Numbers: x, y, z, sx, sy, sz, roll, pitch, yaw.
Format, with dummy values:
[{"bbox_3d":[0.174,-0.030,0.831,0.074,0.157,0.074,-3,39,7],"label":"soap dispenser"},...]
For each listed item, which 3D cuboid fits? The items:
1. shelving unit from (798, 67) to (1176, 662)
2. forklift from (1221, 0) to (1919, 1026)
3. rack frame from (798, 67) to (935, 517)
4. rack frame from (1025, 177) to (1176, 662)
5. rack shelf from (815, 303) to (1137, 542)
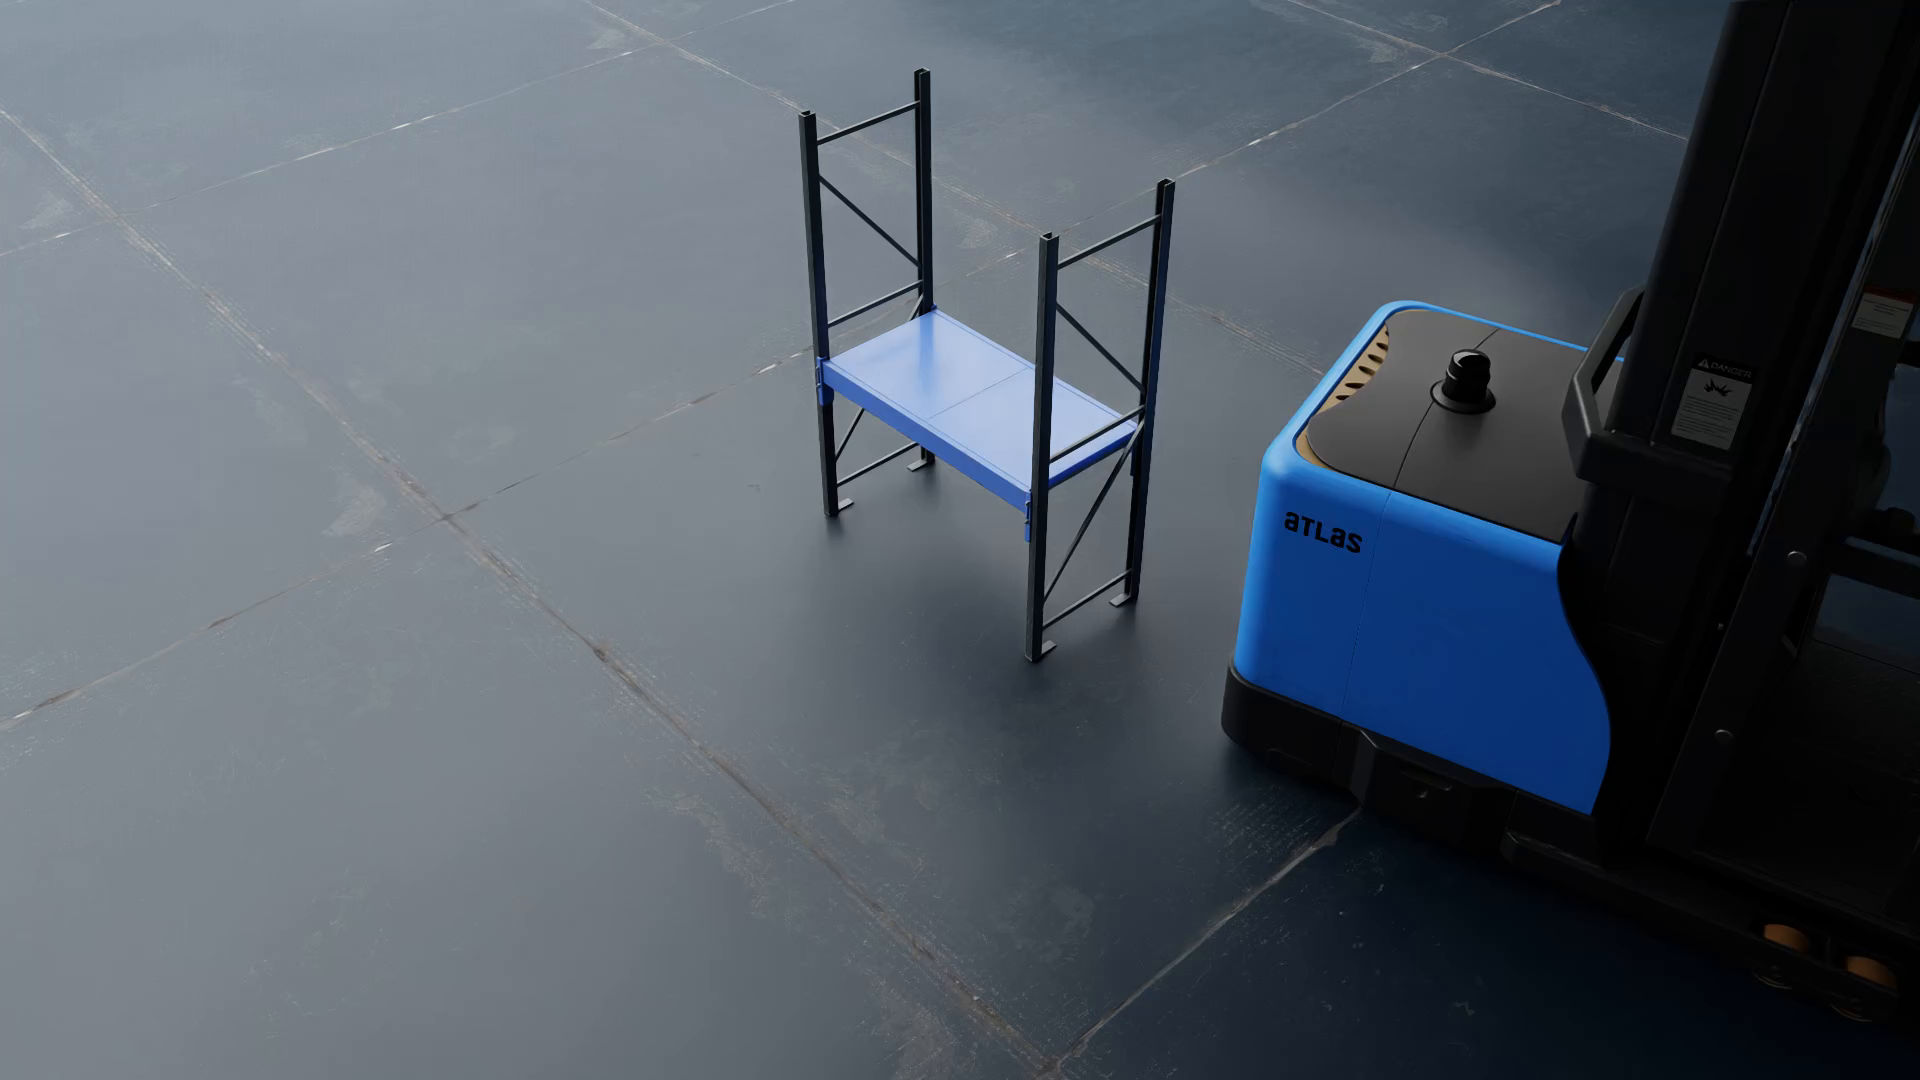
[{"bbox_3d":[0.058,-0.544,5.230,0.538,1.500,1.048,-30,48,-32],"label":"shelving unit"},{"bbox_3d":[2.305,-0.301,3.790,3.031,2.935,1.130,21,43,24],"label":"forklift"},{"bbox_3d":[-0.286,-0.779,5.521,0.500,1.500,0.032,-30,48,-32],"label":"rack frame"},{"bbox_3d":[0.402,-0.309,4.939,0.500,1.500,0.032,-30,48,-32],"label":"rack frame"},{"bbox_3d":[0.058,-0.404,5.343,0.538,0.185,1.000,-30,48,-32],"label":"rack shelf"}]
